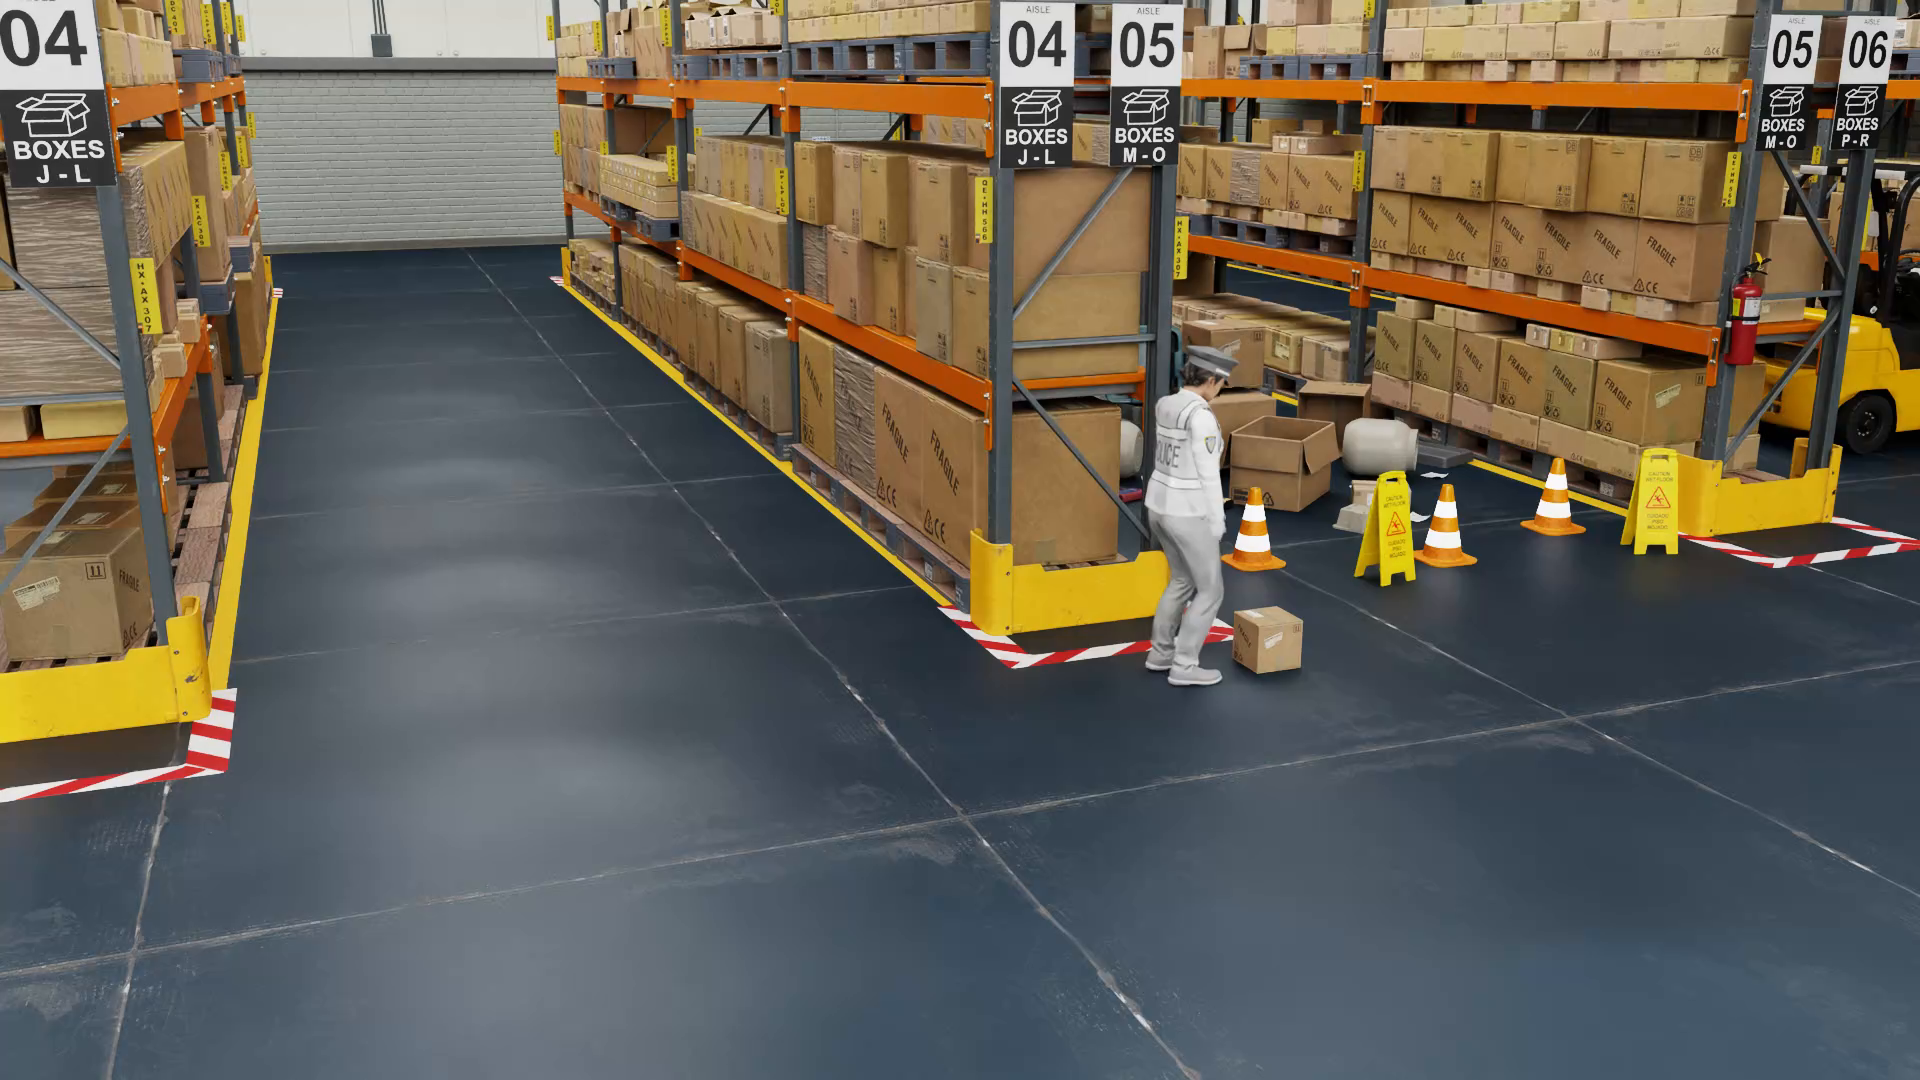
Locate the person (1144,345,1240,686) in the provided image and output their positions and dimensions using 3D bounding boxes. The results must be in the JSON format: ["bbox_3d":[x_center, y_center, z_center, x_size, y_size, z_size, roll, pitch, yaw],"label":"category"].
[{"bbox_3d":[1.107,-0.121,8.034,0.428,1.635,0.496,-5,17,-19],"label":"person"}]
